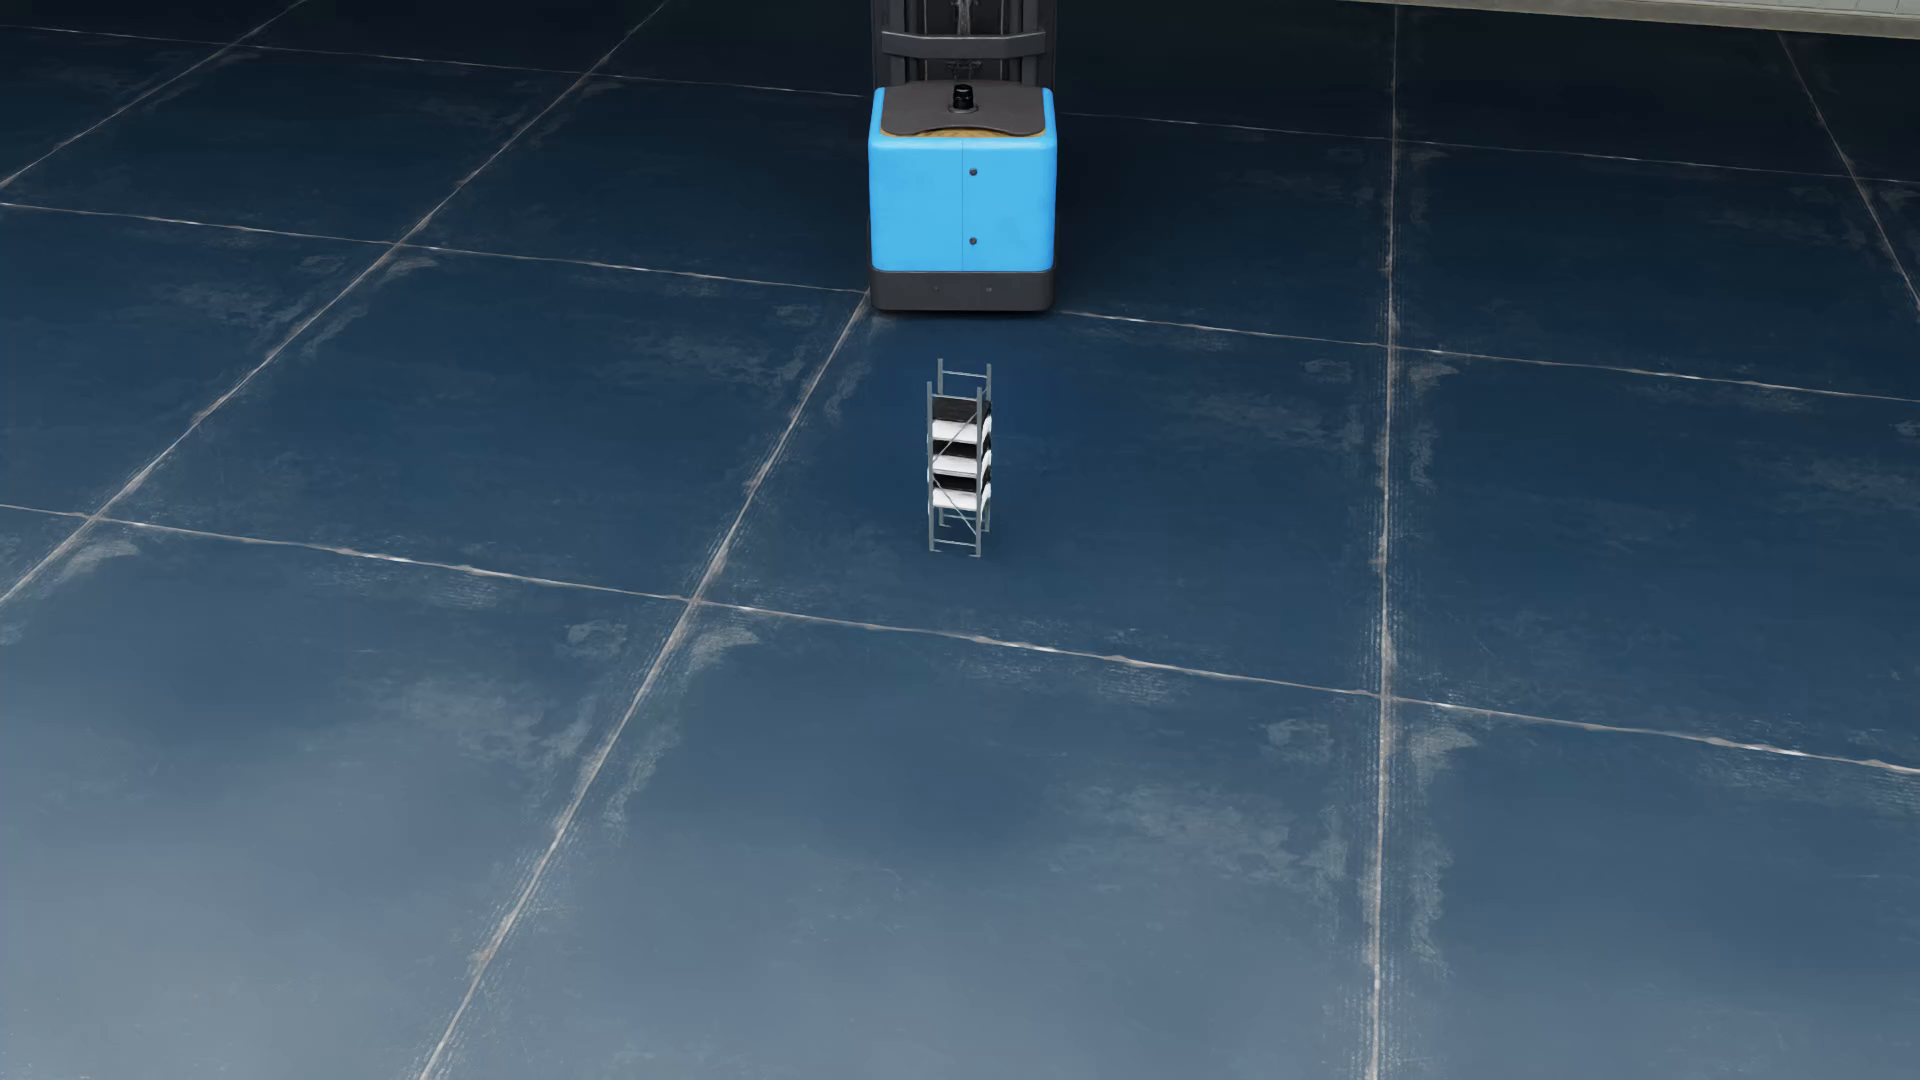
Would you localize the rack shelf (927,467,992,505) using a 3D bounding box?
[{"bbox_3d":[-0.002,-0.260,7.552,0.258,0.077,0.200,7,37,10],"label":"rack shelf"}]

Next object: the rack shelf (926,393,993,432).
[{"bbox_3d":[-0.002,-0.551,7.341,0.258,0.077,0.200,7,37,10],"label":"rack shelf"}]

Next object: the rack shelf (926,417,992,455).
[{"bbox_3d":[-0.002,-0.478,7.393,0.258,0.077,0.200,7,37,10],"label":"rack shelf"}]

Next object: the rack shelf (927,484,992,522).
[{"bbox_3d":[-0.002,-0.187,7.605,0.258,0.077,0.200,7,37,10],"label":"rack shelf"}]

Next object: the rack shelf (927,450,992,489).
[{"bbox_3d":[-0.002,-0.333,7.499,0.258,0.077,0.200,7,37,10],"label":"rack shelf"}]

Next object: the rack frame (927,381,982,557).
[{"bbox_3d":[-0.023,-0.301,7.399,0.240,0.900,0.006,7,37,10],"label":"rack frame"}]

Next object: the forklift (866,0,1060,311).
[{"bbox_3d":[0.025,-3.317,9.829,1.130,2.935,3.031,0,36,0],"label":"forklift"}]

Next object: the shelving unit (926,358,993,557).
[{"bbox_3d":[-0.002,-0.360,7.480,0.258,0.900,0.210,7,37,10],"label":"shelving unit"}]

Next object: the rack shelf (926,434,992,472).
[{"bbox_3d":[-0.002,-0.406,7.446,0.258,0.077,0.200,7,37,10],"label":"rack shelf"}]

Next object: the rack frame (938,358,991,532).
[{"bbox_3d":[0.020,-0.418,7.560,0.240,0.900,0.006,7,37,10],"label":"rack frame"}]
